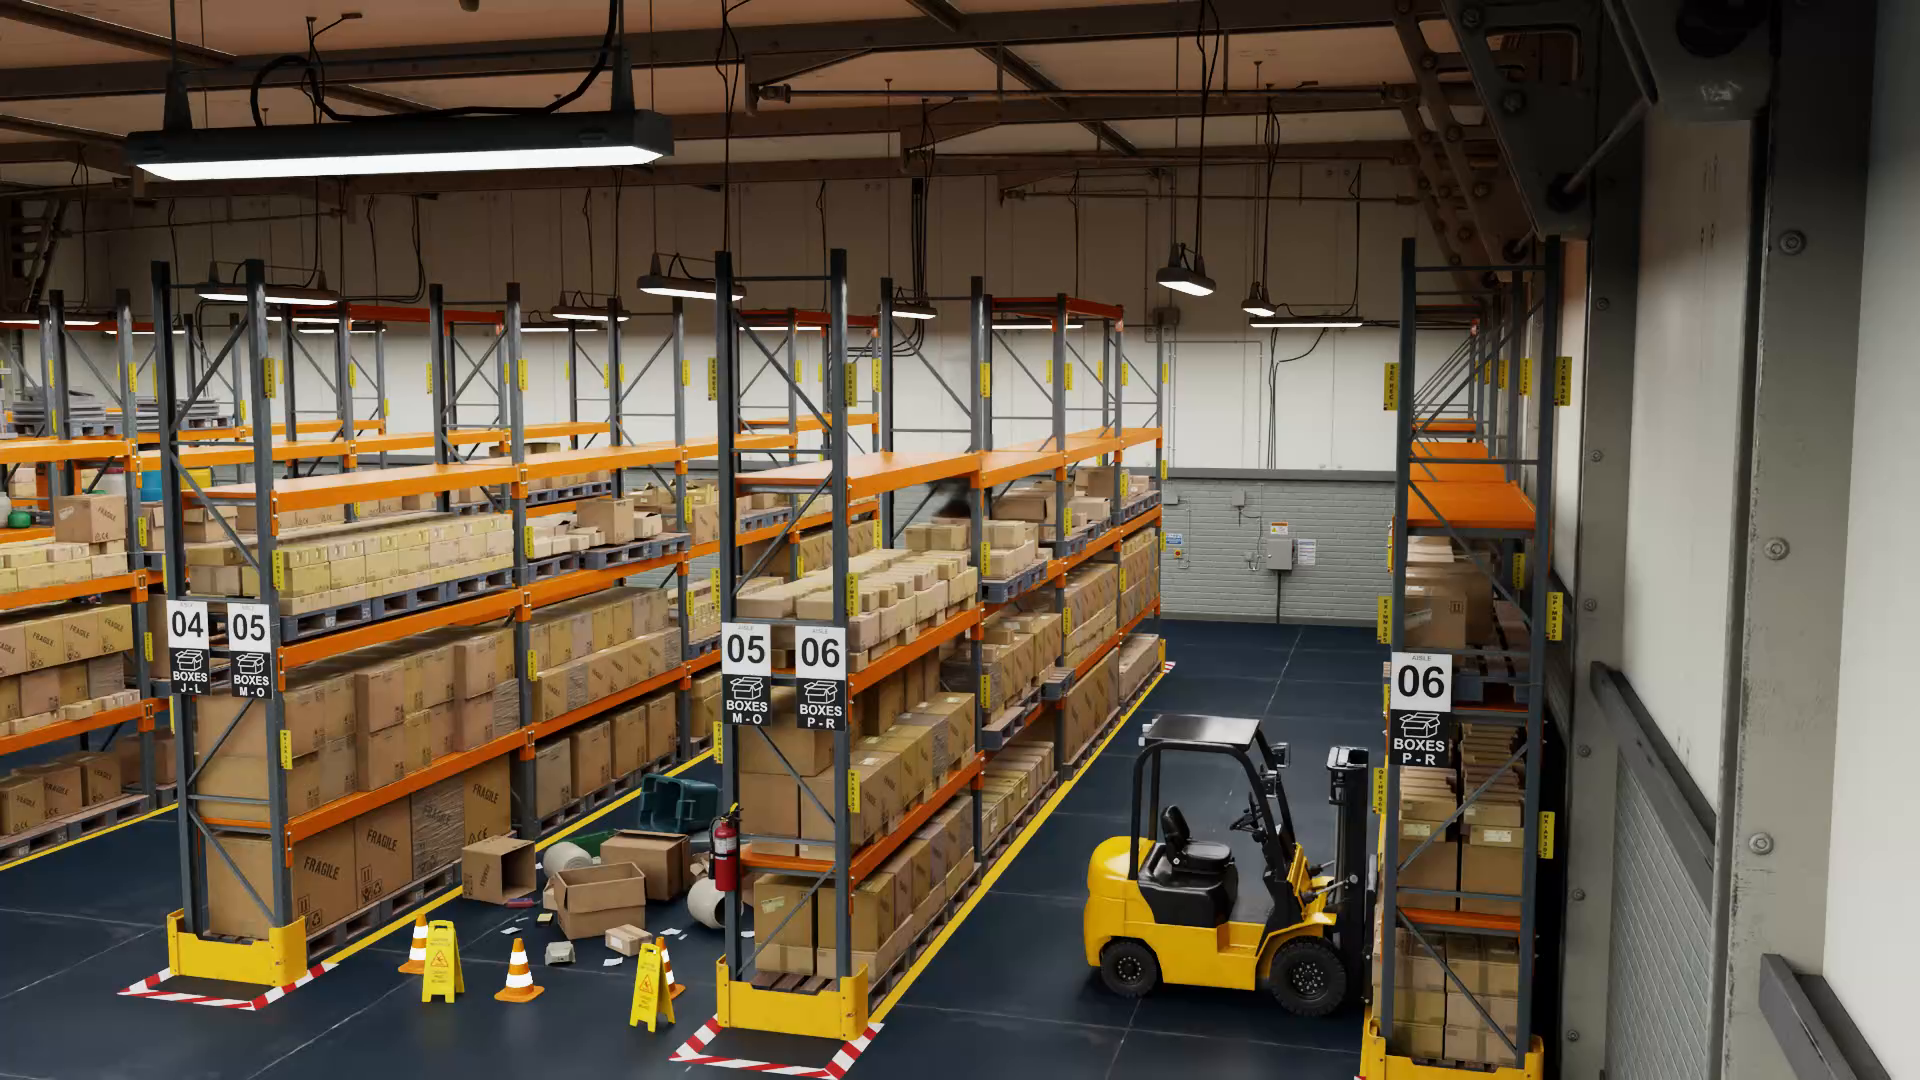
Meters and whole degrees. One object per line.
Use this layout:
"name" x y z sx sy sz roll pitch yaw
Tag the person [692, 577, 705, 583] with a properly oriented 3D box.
"person" -4.243 1.424 27.625 0.657 1.708 0.762 1 6 11
